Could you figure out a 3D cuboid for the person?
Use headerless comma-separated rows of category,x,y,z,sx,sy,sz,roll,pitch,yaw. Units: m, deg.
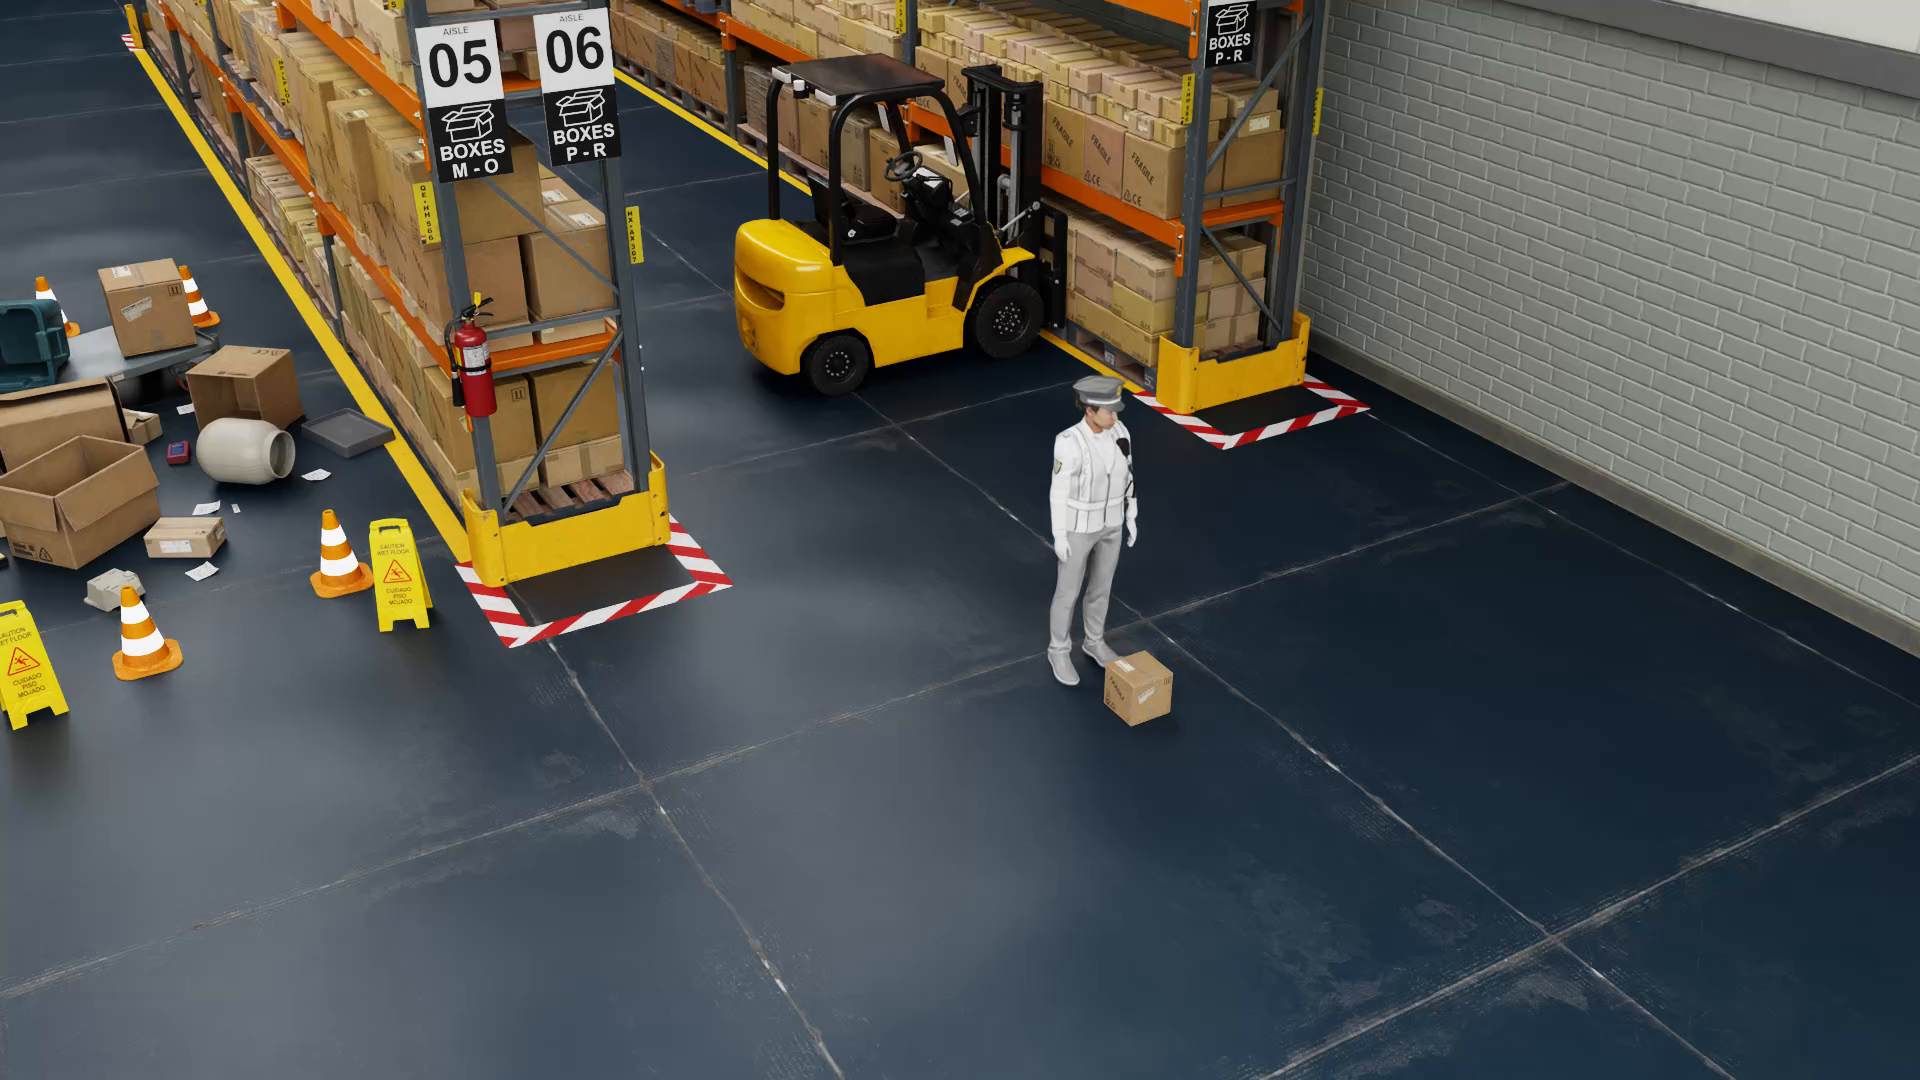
person,0.704,-0.060,8.643,0.508,1.682,0.324,-15,33,-25
